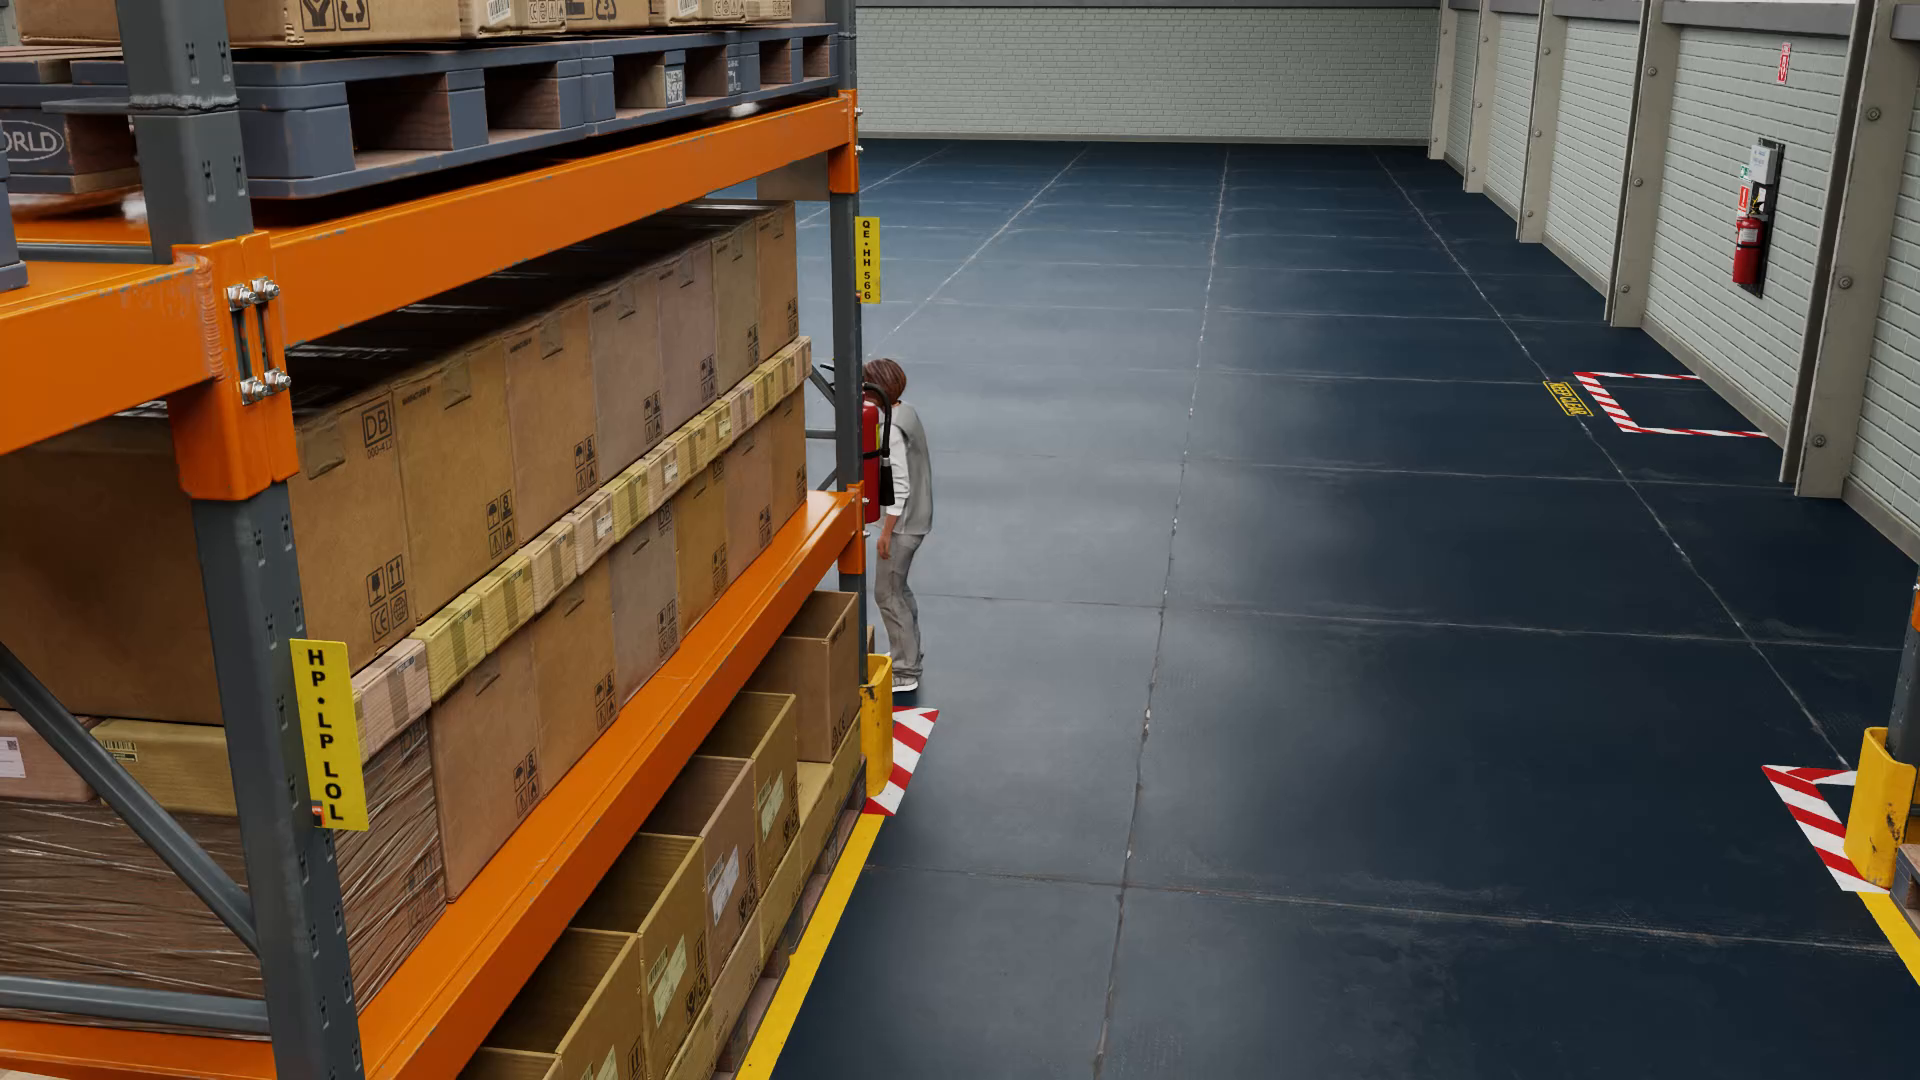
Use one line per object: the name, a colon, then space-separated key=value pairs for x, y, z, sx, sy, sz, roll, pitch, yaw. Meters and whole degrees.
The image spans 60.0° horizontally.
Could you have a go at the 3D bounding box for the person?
person: x=-0.298 y=-0.069 z=7.785 sx=0.343 sy=1.591 sz=0.464 roll=1 pitch=18 yaw=3
